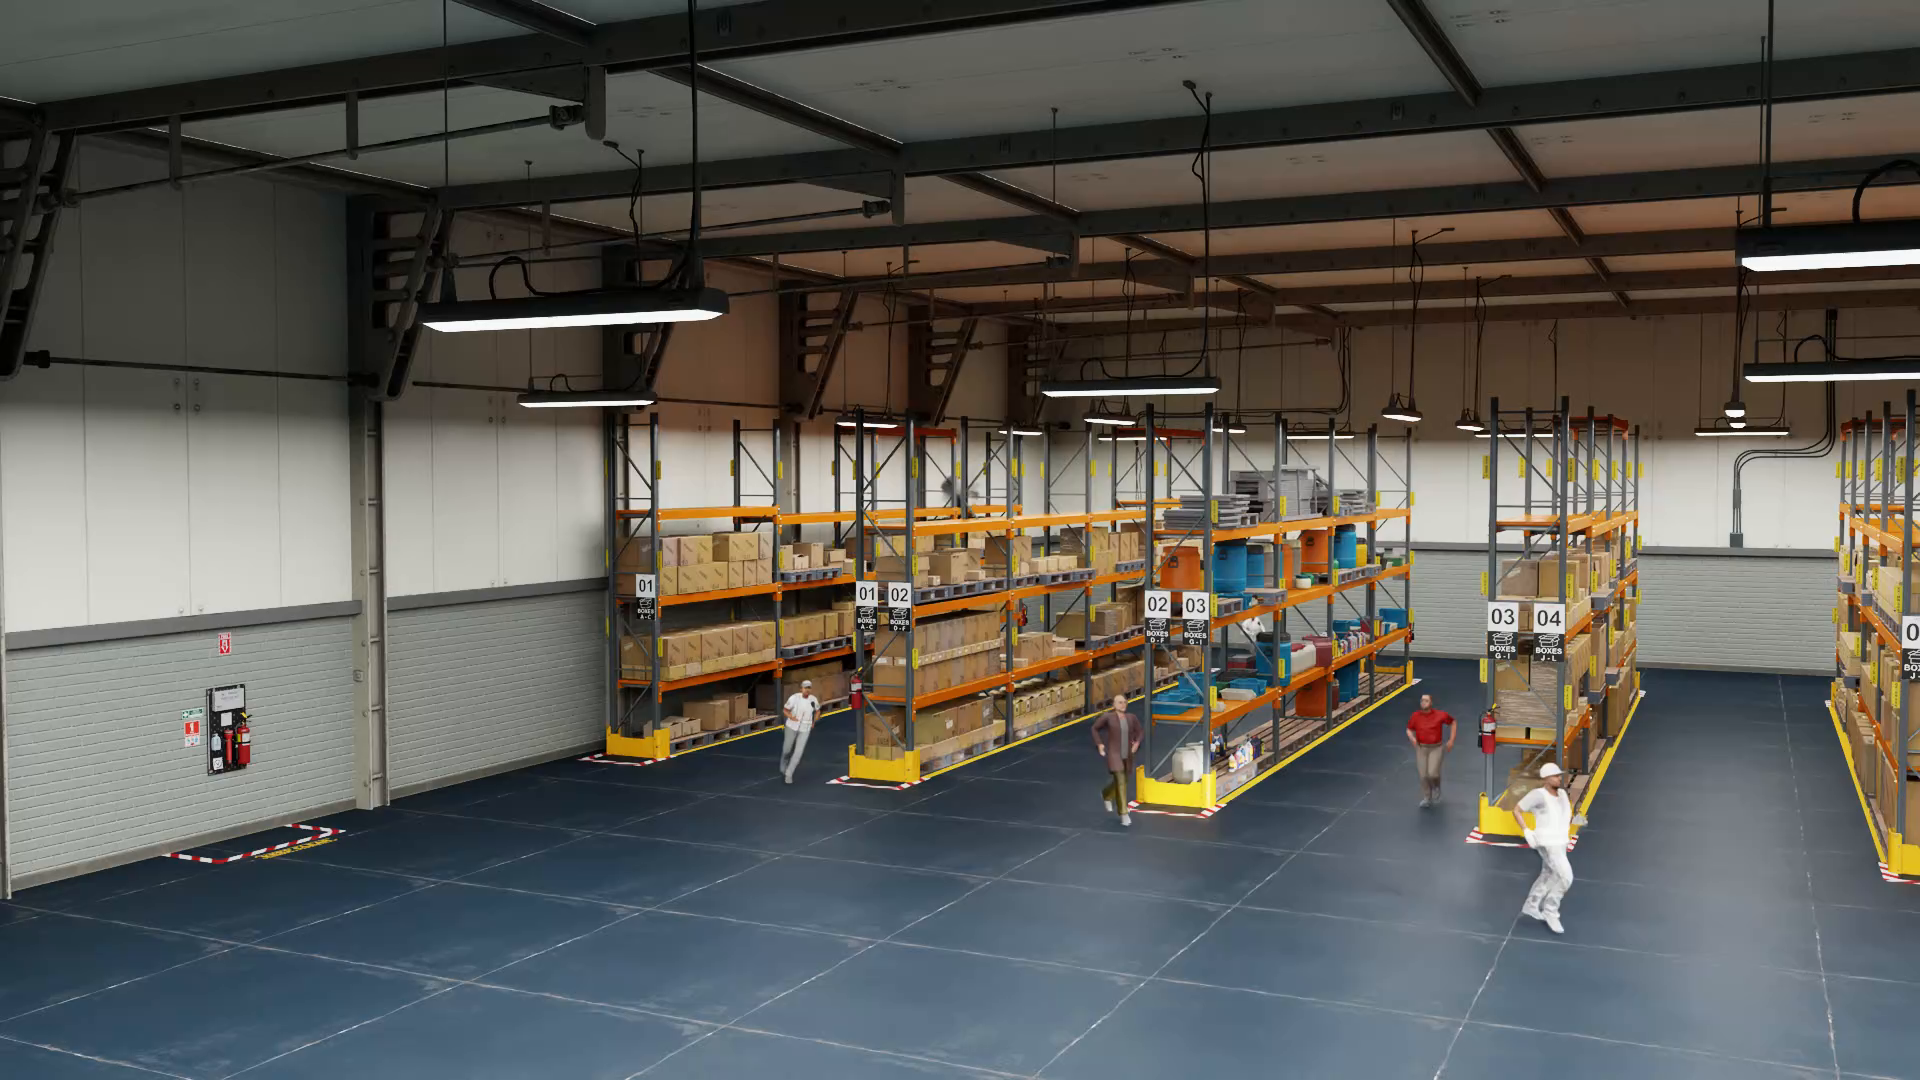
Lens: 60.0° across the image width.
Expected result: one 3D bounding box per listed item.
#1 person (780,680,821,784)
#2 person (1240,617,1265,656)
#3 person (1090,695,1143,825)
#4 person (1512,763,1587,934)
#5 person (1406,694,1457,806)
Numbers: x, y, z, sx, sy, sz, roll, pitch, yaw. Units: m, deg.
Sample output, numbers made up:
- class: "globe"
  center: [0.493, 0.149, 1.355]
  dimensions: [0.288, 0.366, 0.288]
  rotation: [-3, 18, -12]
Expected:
- class: "person"
  center: [-2.580, 3.075, 26.914]
  dimensions: [0.657, 1.630, 0.846]
  rotation: [0, 2, -8]
- class: "person"
  center: [7.115, 2.477, 40.395]
  dimensions: [0.647, 1.663, 0.879]
  rotation: [0, 2, -8]
- class: "person"
  center: [2.287, 3.127, 23.881]
  dimensions: [0.747, 1.802, 0.960]
  rotation: [-1, 3, -25]
- class: "person"
  center: [6.464, 3.348, 18.138]
  dimensions: [0.656, 1.824, 0.744]
  rotation: [-2, 3, -43]
- class: "person"
  center: [6.951, 3.126, 24.627]
  dimensions: [0.689, 1.688, 0.718]
  rotation: [1, 3, 31]
